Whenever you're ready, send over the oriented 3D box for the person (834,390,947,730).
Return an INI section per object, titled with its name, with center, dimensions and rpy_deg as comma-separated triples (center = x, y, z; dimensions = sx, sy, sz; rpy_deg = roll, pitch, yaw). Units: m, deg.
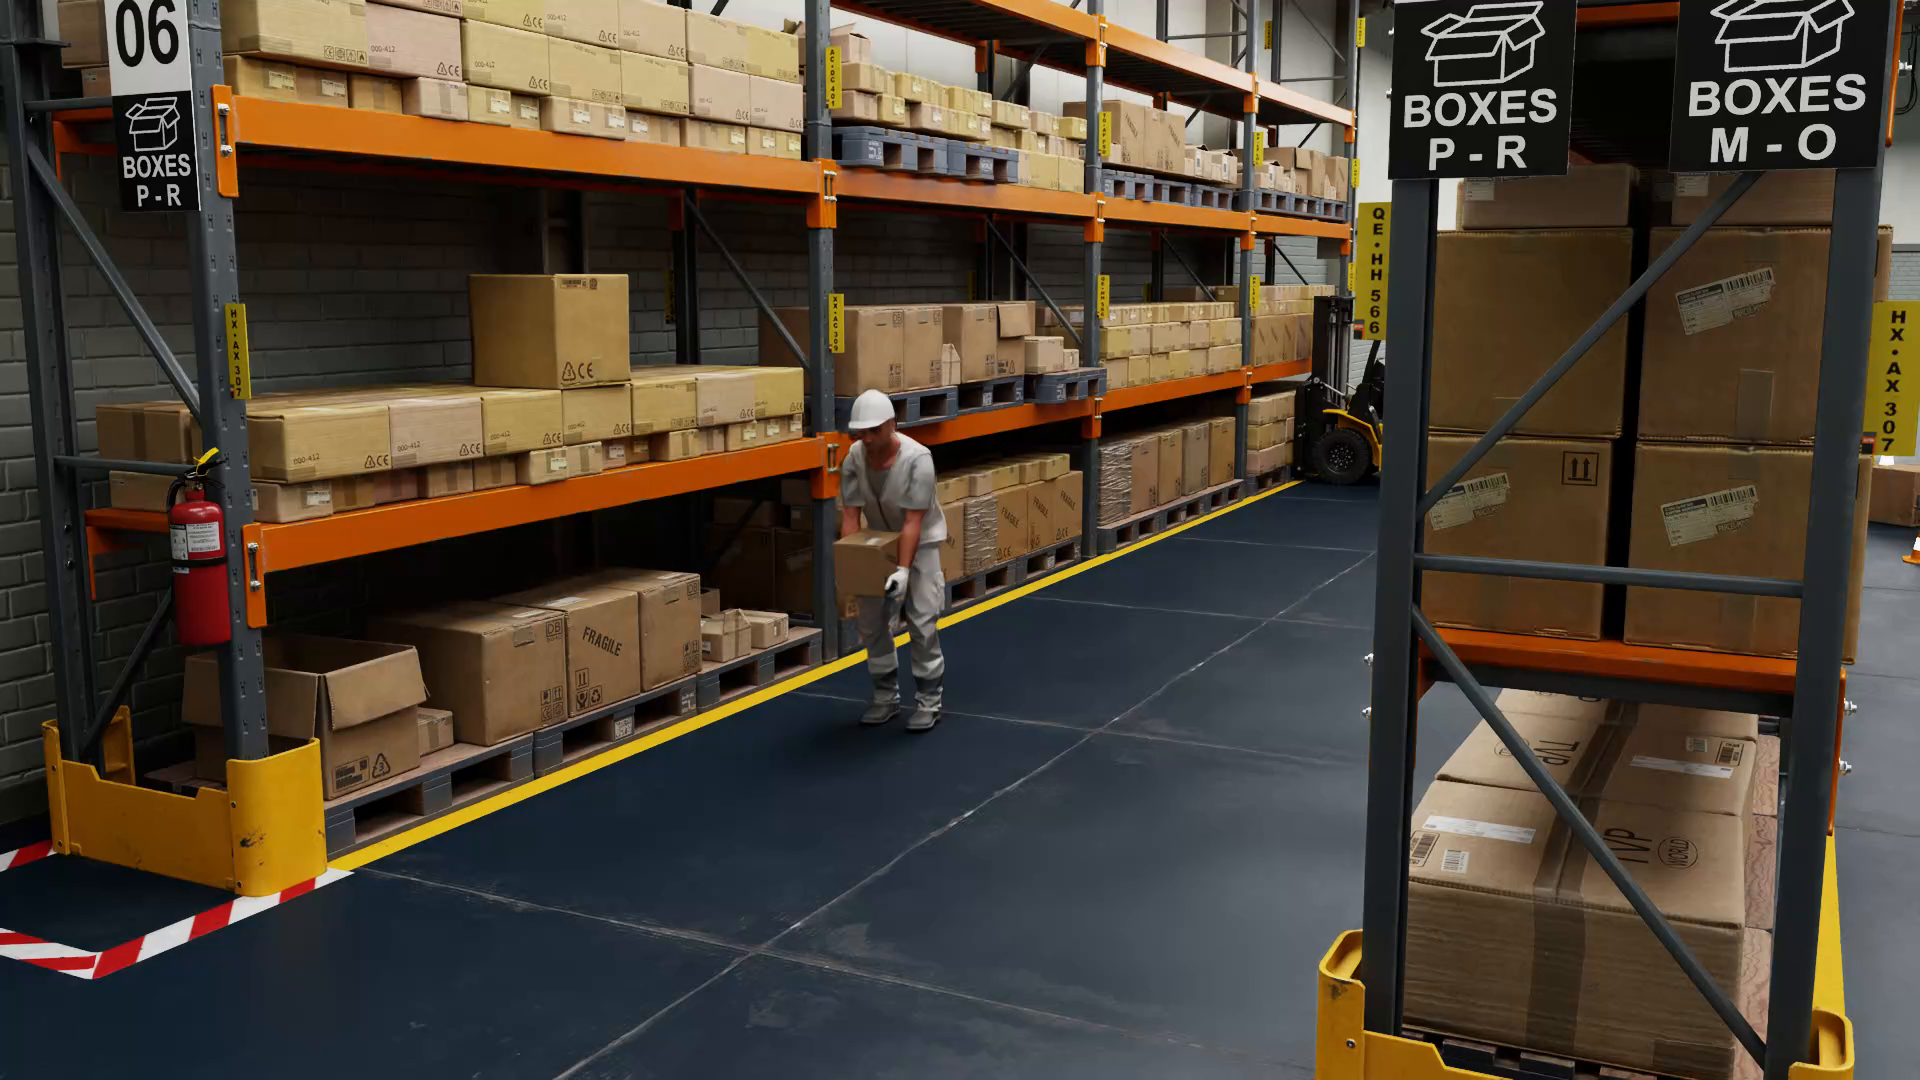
[person]
center = -0.334, 0.101, 8.023
dimensions = 0.488, 1.669, 0.690
rpy_deg = 4, 10, 25
